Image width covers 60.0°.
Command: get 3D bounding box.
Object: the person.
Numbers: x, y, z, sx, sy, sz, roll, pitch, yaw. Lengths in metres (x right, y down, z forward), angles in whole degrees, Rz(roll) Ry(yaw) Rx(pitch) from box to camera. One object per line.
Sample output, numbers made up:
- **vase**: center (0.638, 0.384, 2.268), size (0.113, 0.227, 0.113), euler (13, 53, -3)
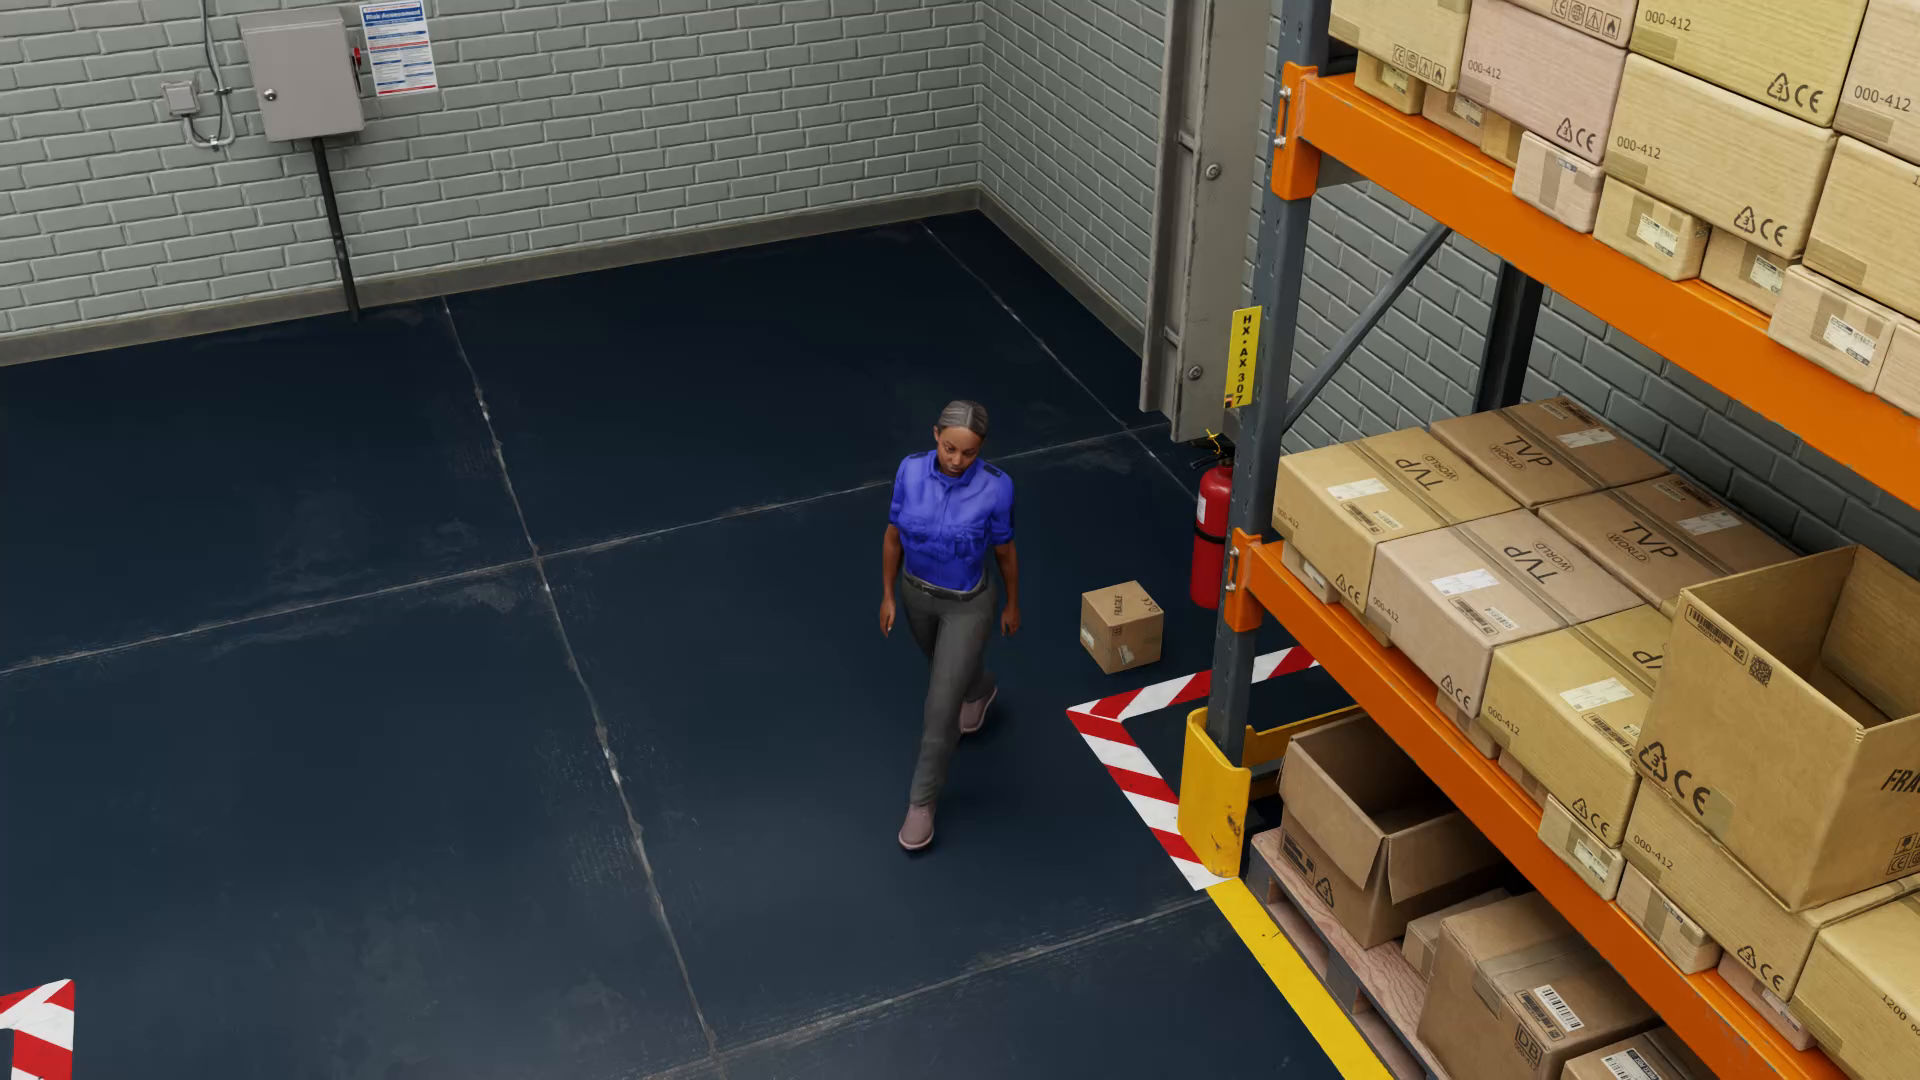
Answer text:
- **person**: center (-0.047, 0.206, 5.833), size (0.455, 1.610, 0.903), euler (16, 37, 22)
